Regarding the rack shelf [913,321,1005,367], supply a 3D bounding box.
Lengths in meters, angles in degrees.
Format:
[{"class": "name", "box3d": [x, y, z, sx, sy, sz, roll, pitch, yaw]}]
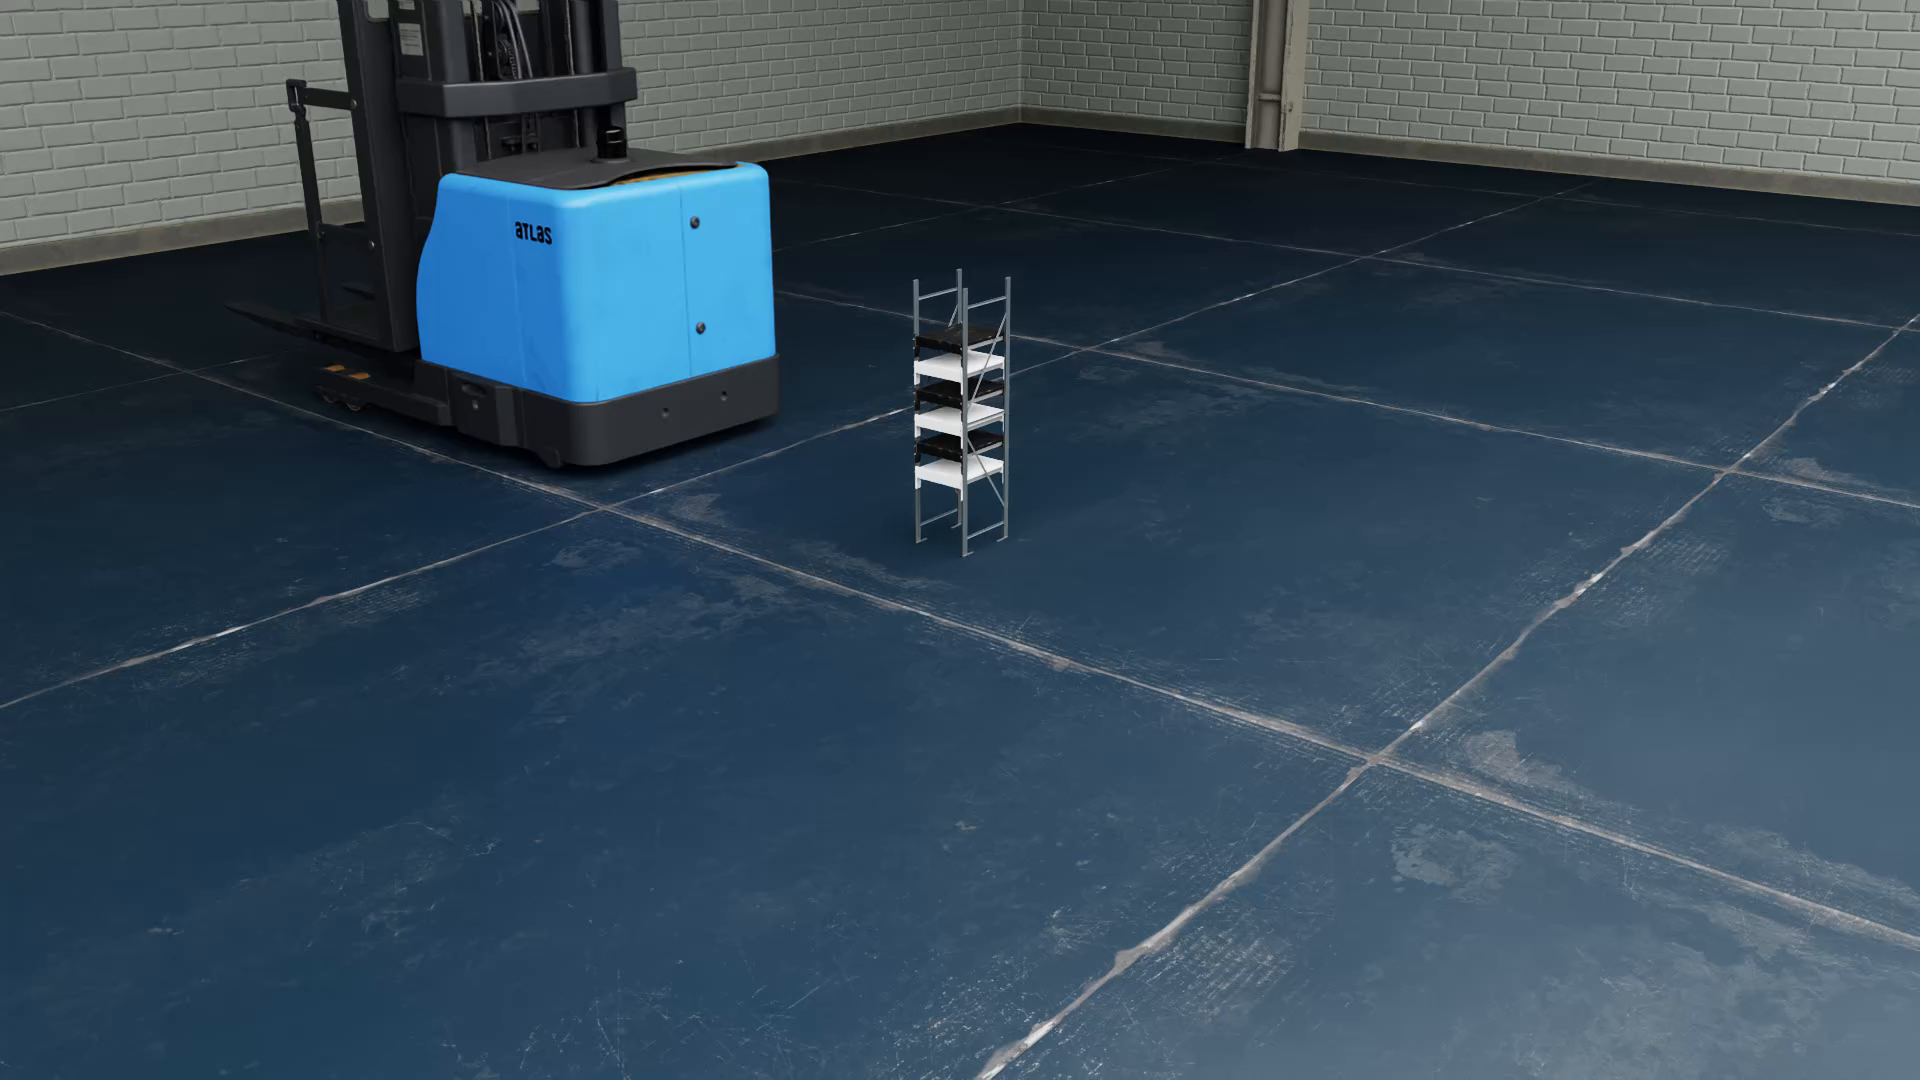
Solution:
[{"class": "rack shelf", "box3d": [0.006, -0.641, 5.421, 0.200, 0.077, 0.258, 16, 26, 36]}]

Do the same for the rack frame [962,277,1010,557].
[{"class": "rack frame", "box3d": [0.085, -0.397, 5.444, 0.006, 0.900, 0.240, 16, 26, 36]}]

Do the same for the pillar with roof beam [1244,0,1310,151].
[{"class": "pillar with roof beam", "box3d": [0.114, -6.600, 10.417, 0.400, 9.000, 9.100, 16, 26, 36]}]

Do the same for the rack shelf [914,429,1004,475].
[{"class": "rack shelf", "box3d": [0.006, -0.304, 5.548, 0.200, 0.077, 0.258, 16, 26, 36]}]

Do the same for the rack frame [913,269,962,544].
[{"class": "rack frame", "box3d": [-0.072, -0.442, 5.565, 0.006, 0.900, 0.240, 16, 26, 36]}]

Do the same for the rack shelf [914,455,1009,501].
[{"class": "rack shelf", "box3d": [0.006, -0.220, 5.580, 0.200, 0.077, 0.258, 16, 26, 36]}]

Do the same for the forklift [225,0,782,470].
[{"class": "forklift", "box3d": [-2.191, -2.049, 6.948, 3.031, 2.935, 1.130, 17, 26, 37]}]

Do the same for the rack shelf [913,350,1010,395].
[{"class": "rack shelf", "box3d": [0.006, -0.556, 5.453, 0.200, 0.077, 0.258, 16, 26, 36]}]

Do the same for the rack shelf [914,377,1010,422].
[{"class": "rack shelf", "box3d": [0.006, -0.472, 5.485, 0.200, 0.077, 0.258, 16, 26, 36]}]

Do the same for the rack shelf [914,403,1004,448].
[{"class": "rack shelf", "box3d": [0.006, -0.388, 5.516, 0.200, 0.077, 0.258, 16, 26, 36]}]

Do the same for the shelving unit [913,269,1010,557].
[{"class": "shelving unit", "box3d": [0.006, -0.419, 5.505, 0.210, 0.900, 0.258, 16, 26, 36]}]
